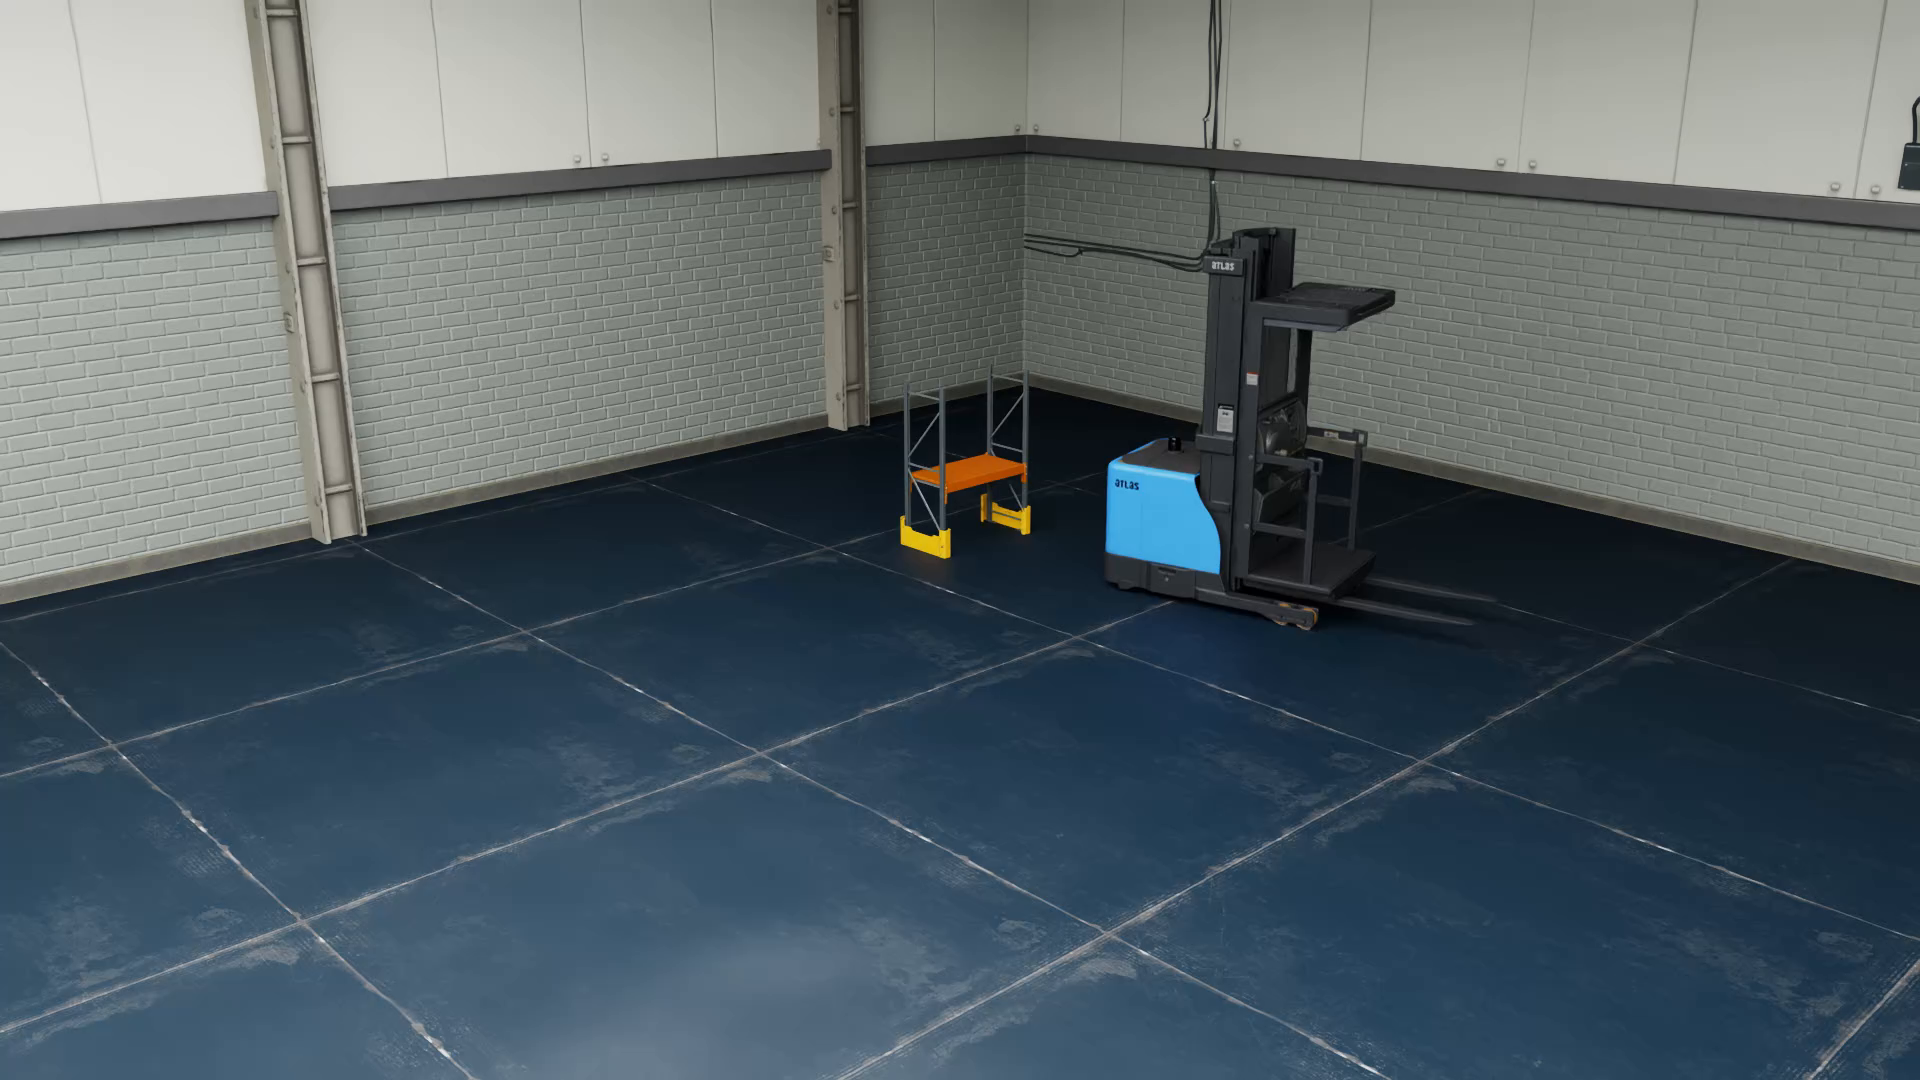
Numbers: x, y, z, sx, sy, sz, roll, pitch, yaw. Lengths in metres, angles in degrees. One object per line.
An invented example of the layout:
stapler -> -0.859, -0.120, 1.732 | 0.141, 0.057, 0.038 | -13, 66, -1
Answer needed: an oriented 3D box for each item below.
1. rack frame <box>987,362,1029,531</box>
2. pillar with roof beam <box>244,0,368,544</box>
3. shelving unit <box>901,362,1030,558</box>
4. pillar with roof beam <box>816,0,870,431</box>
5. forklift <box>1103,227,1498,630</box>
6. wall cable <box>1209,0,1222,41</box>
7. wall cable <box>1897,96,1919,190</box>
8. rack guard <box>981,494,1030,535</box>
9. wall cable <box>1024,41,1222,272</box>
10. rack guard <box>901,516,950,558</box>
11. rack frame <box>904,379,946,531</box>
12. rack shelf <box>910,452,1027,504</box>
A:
rack frame -> 0.431, -0.839, 15.141 | 0.032, 1.500, 0.500 | -16, 24, -41
pillar with roof beam -> -2.676, -3.354, 10.738 | 0.400, 9.000, 9.100 | -16, 24, -41
shelving unit -> 0.055, -0.730, 14.803 | 1.083, 1.500, 0.587 | -16, 24, -41
pillar with roof beam -> 1.683, -4.625, 14.659 | 0.400, 9.000, 9.100 | -16, 24, -41
forklift -> 2.705, -0.888, 12.971 | 3.031, 2.935, 1.130 | 11, 21, 30
wall cable -> 3.634, -6.237, 16.476 | 0.112, 2.526, 3.097 | -16, 24, -41
wall cable -> 8.286, -5.405, 11.550 | 0.169, 6.003, 2.305 | -16, 24, -41
rack guard -> 0.417, -0.241, 15.321 | 0.087, 0.250, 0.587 | -16, 24, -41
wall cable -> 1.775, -4.441, 19.125 | 0.112, 2.526, 3.097 | -16, 24, -41
rack guard -> -0.306, -0.030, 14.670 | 0.087, 0.250, 0.587 | -16, 24, -41
rack frame -> -0.307, -0.624, 14.477 | 0.032, 1.500, 0.500 | -16, 24, -41
rack shelf -> 0.062, -0.560, 14.865 | 1.000, 0.185, 0.538 | -16, 24, -41
